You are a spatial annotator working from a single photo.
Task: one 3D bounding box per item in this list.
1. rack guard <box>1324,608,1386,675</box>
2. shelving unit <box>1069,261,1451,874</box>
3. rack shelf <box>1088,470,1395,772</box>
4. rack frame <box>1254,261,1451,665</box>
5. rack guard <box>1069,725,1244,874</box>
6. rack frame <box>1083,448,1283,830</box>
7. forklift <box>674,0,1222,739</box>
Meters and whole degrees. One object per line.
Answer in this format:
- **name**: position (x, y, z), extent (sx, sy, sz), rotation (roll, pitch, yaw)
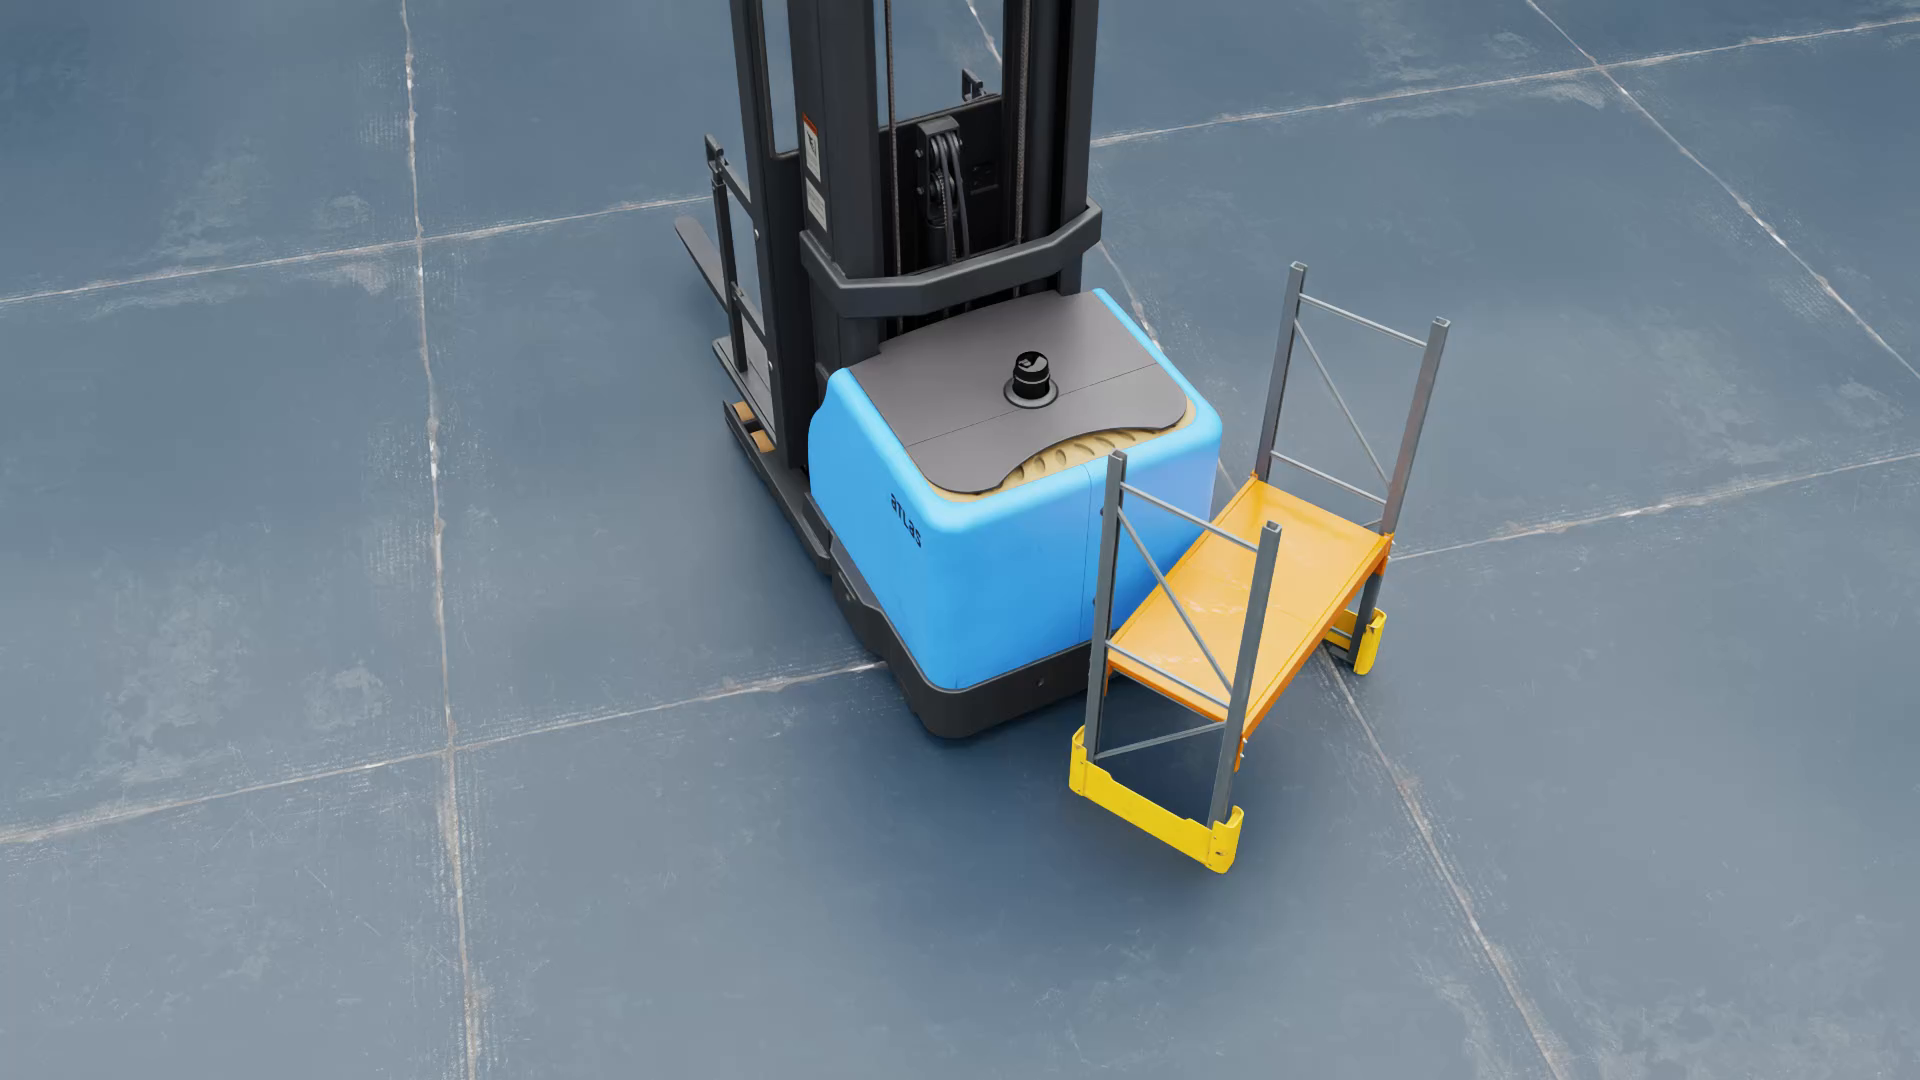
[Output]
- **rack guard**: position (1.193, 0.242, 5.837), extent (0.587, 0.250, 0.087), rotation (27, 51, 24)
- **shelving unit**: position (0.903, 0.094, 5.108), extent (0.587, 1.500, 1.083), rotation (27, 51, 24)
- **rack shelf**: position (0.898, 0.225, 5.231), extent (0.538, 0.185, 1.000), rotation (27, 51, 24)
- **rack frame**: position (1.194, -0.196, 5.392), extent (0.500, 1.500, 0.032), rotation (27, 51, 24)
- **rack guard**: position (0.612, 0.820, 5.271), extent (0.587, 0.250, 0.087), rotation (27, 51, 24)
- **rack frame**: position (0.601, 0.394, 4.814), extent (0.500, 1.500, 0.032), rotation (27, 51, 24)
- **forklift**: position (-0.280, -1.426, 5.595), extent (1.130, 2.935, 3.031), rotation (-20, 49, -18)
